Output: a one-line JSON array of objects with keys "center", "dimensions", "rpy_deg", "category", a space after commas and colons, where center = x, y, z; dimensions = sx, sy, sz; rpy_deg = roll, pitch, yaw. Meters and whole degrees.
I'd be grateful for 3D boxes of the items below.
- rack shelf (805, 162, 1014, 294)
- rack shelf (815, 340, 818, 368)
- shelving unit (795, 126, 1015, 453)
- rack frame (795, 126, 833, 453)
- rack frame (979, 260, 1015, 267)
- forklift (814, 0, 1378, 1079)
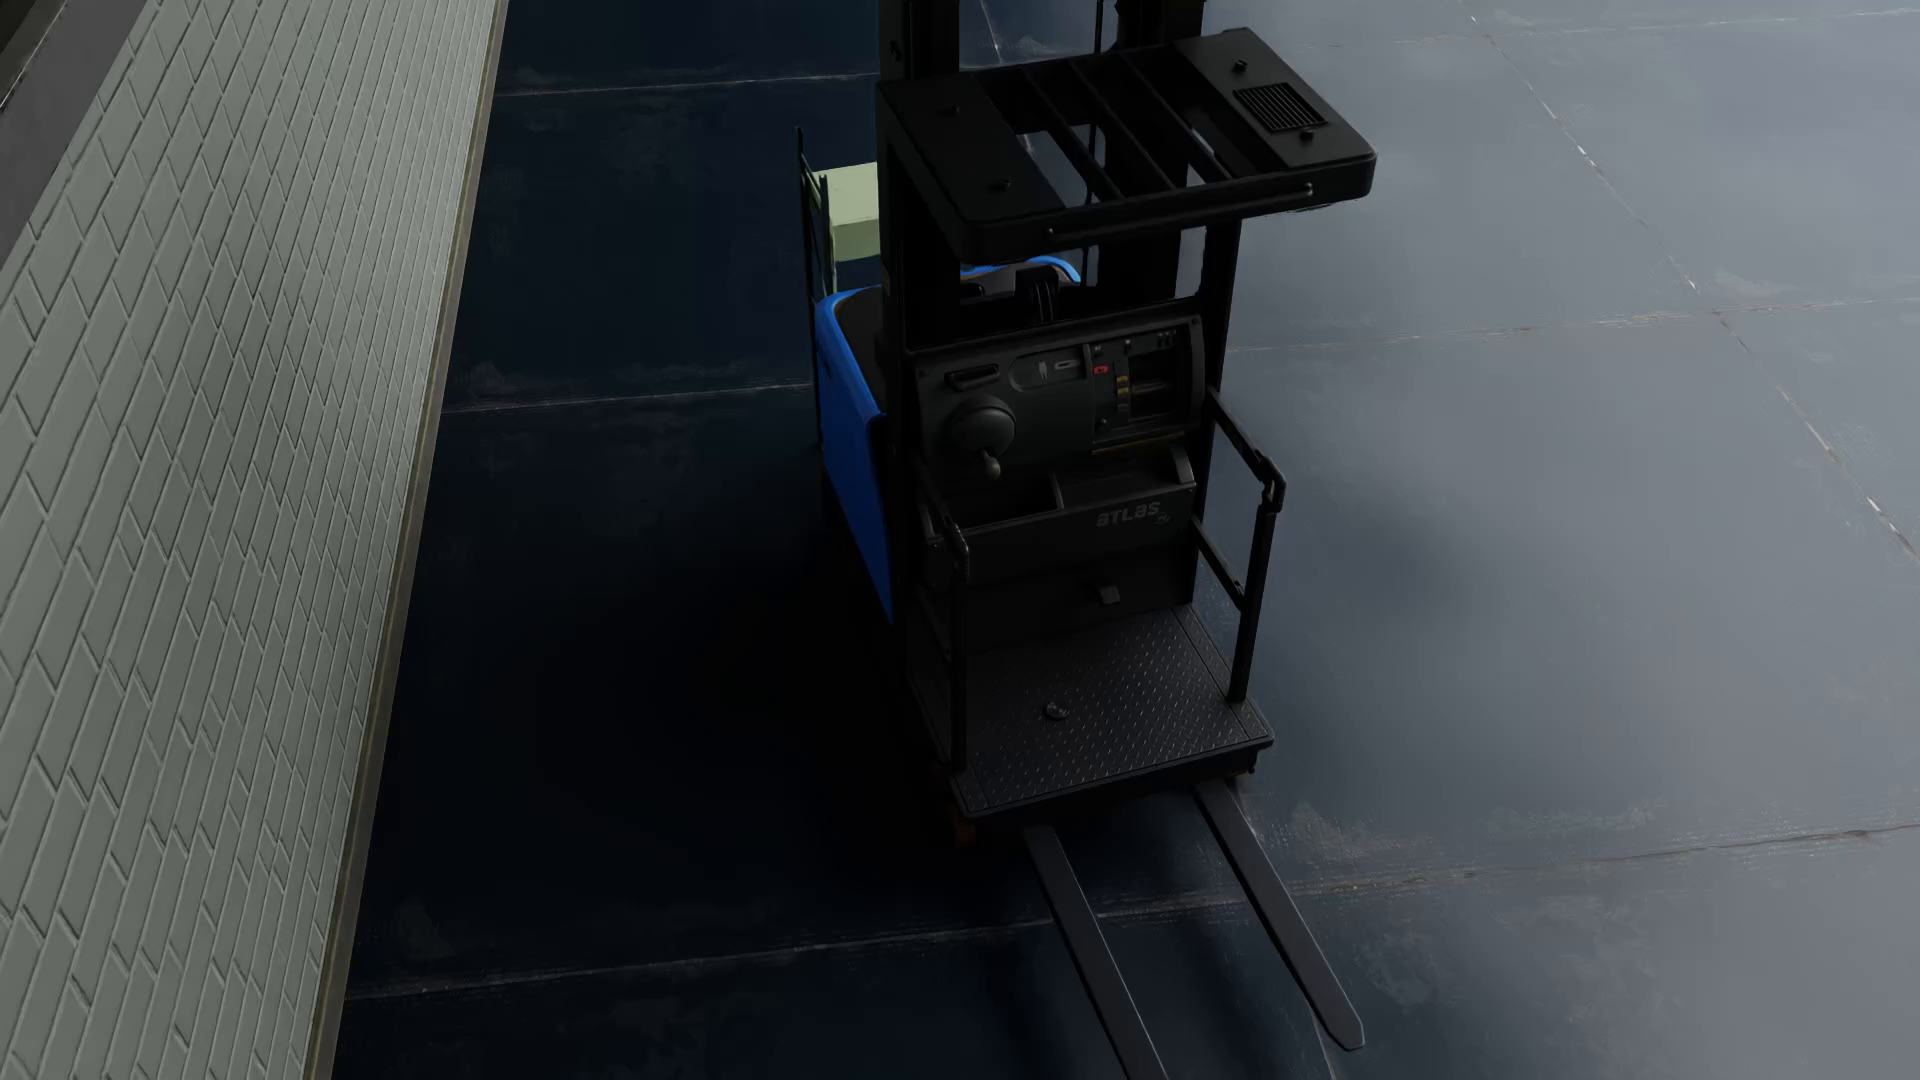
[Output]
[{"center": [-0.198, -1.230, 6.411], "dimensions": [0.720, 0.370, 0.431], "rpy_deg": [-12, 43, -13], "category": "rack shelf"}, {"center": [-0.198, -0.698, 6.891], "dimensions": [0.720, 0.370, 0.431], "rpy_deg": [-12, 43, -13], "category": "rack shelf"}, {"center": [-0.198, -0.940, 6.673], "dimensions": [0.755, 1.500, 0.431], "rpy_deg": [-12, 43, -13], "category": "shelving unit"}, {"center": [-0.546, -0.864, 6.588], "dimensions": [0.023, 1.500, 0.400], "rpy_deg": [-12, 43, -13], "category": "rack frame"}, {"center": [0.150, -1.016, 6.757], "dimensions": [0.023, 1.500, 0.400], "rpy_deg": [-12, 43, -13], "category": "rack frame"}, {"center": [0.384, -0.358, 4.959], "dimensions": [1.130, 2.935, 3.031], "rpy_deg": [-12, 43, -13], "category": "forklift"}]
